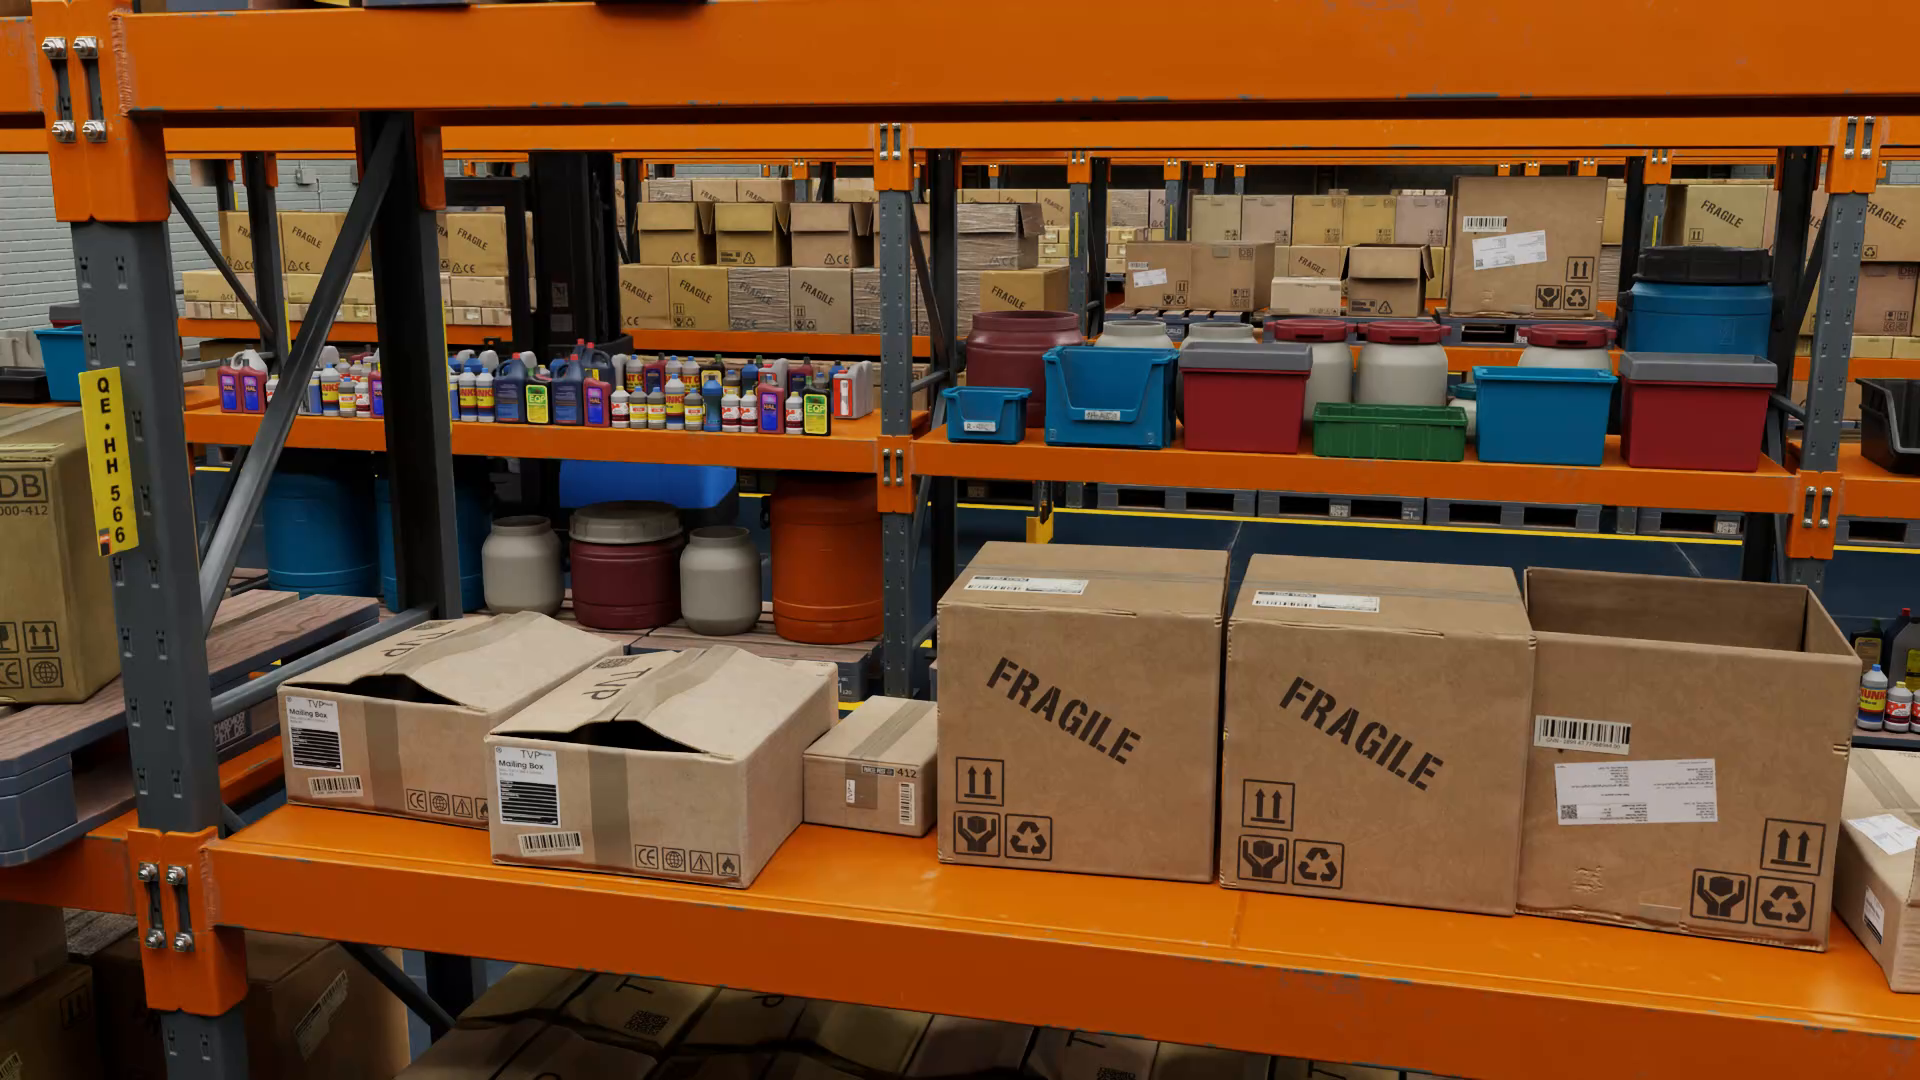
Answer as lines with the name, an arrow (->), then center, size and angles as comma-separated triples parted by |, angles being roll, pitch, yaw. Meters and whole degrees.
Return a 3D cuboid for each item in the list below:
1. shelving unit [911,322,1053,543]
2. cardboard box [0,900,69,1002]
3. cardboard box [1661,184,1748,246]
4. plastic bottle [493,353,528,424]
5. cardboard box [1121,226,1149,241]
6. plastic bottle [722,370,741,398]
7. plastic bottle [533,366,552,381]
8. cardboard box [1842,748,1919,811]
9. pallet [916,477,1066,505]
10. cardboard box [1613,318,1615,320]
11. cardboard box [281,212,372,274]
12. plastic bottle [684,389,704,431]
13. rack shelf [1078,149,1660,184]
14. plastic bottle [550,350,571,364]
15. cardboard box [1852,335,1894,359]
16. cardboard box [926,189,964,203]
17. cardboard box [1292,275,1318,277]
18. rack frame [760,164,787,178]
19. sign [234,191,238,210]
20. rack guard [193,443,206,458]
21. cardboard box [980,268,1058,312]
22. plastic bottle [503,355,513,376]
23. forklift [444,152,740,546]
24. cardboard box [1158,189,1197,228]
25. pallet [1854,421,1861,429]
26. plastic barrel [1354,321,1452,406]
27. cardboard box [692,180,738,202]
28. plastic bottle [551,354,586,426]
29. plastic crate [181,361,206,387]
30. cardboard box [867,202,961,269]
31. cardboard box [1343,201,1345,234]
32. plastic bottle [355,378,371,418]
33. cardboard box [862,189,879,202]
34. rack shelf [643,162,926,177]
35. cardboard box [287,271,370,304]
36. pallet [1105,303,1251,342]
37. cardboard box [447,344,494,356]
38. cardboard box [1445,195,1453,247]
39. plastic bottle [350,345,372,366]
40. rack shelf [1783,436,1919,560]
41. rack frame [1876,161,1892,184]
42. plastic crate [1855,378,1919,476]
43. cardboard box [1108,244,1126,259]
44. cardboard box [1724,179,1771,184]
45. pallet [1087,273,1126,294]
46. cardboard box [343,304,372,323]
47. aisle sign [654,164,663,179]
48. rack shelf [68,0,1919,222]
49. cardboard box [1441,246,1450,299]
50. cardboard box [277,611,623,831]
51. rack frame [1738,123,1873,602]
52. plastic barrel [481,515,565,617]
shelving unit -> 0.074, -0.728, 11.553 | 1.083, 1.500, 0.587 | 3, 13, 14
cardboard box -> -2.403, 0.911, 3.726 | 0.500, 0.250, 0.500 | 4, 13, 16
cardboard box -> 5.380, -2.319, 12.035 | 0.500, 0.500, 0.500 | 3, 13, 14
plastic bottle -> -2.251, -0.769, 8.386 | 0.185, 0.351, 0.144 | 3, 13, 14
cardboard box -> 1.874, -3.286, 17.854 | 0.250, 0.149, 0.380 | 3, 13, 14
plastic bottle -> -1.220, -0.805, 8.894 | 0.097, 0.201, 0.097 | 0, 13, 0
plastic bottle -> -2.092, -0.731, 8.375 | 0.133, 0.283, 0.061 | 3, 13, 14
cardboard box -> 1.689, 0.514, 3.071 | 0.250, 0.149, 0.380 | 3, 13, 14
pallet -> 0.247, -0.505, 13.525 | 1.213, 0.211, 1.003 | 3, 13, 14
cardboard box -> 6.758, -1.761, 16.680 | 0.875, 0.875, 0.875 | 3, 13, 14
cardboard box -> -5.382, -2.530, 14.140 | 0.500, 0.500, 0.500 | 3, 13, 12
plastic bottle -> -1.303, -0.640, 8.151 | 0.097, 0.201, 0.097 | 0, 13, 0
rack shelf -> 2.936, -2.819, 12.252 | 4.000, 0.370, 1.077 | 3, 13, 14
plastic bottle -> -2.180, -0.900, 9.135 | 0.133, 0.283, 0.061 | 3, 13, 14
cardboard box -> 6.234, -1.346, 11.454 | 0.250, 0.149, 0.380 | 3, 13, 14
cardboard box -> -0.157, -4.555, 22.801 | 0.500, 0.500, 0.500 | 3, 13, 14
cardboard box -> 2.678, -1.920, 12.802 | 0.258, 0.266, 0.396 | 3, 13, 12
rack frame -> -3.213, -5.353, 28.937 | 0.127, 3.000, 1.000 | 3, 13, 14
sign -> -6.629, -3.020, 15.198 | 0.005, 0.325, 0.100 | 3, 13, 14
rack guard -> -6.796, -1.006, 15.114 | 0.348, 0.500, 1.175 | 3, 13, 14
cardboard box -> 0.456, -1.832, 12.837 | 0.500, 0.500, 0.500 | 3, 13, 15
plastic bottle -> -2.428, -0.869, 9.024 | 0.097, 0.271, 0.097 | 0, 13, 0
forklift -> -3.152, -1.465, 11.569 | 3.031, 2.935, 1.130 | 0, 13, 2
cardboard box -> 2.948, -4.508, 22.588 | 0.500, 0.500, 0.500 | 3, 13, 12
pallet -> 9.253, -1.096, 16.188 | 1.213, 0.211, 1.003 | 3, 13, 14
plastic barrel -> 2.102, -0.761, 7.925 | 0.433, 0.535, 0.433 | 0, 13, 0
cardboard box -> -2.627, -3.731, 18.398 | 0.500, 0.500, 0.500 | 3, 13, 12
plastic bottle -> -1.942, -0.752, 8.312 | 0.185, 0.351, 0.144 | 3, 13, 14
plastic crate -> -4.494, -0.931, 9.474 | 0.243, 0.136, 0.396 | 3, 13, 14
cardboard box -> -0.344, -2.424, 13.189 | 0.637, 0.503, 0.797 | 3, 13, 15
cardboard box -> 4.775, -4.169, 21.714 | 0.500, 0.500, 0.500 | 3, 13, 14
plastic bottle -> -3.068, -0.734, 8.576 | 0.097, 0.201, 0.097 | 0, 13, 0
cardboard box -> -1.039, -4.605, 23.025 | 0.500, 0.500, 0.500 | 3, 13, 13
rack shelf -> -2.457, -5.319, 23.516 | 4.000, 0.370, 1.077 | 3, 13, 14
cardboard box -> -5.378, -2.163, 14.218 | 0.500, 0.250, 0.500 | 3, 13, 12
pallet -> 1.711, -1.702, 12.922 | 1.003, 0.211, 1.213 | 3, 13, 14
cardboard box -> -4.385, -1.283, 14.528 | 0.875, 0.875, 0.875 | 3, 13, 14
cardboard box -> 5.181, -3.228, 16.819 | 0.500, 0.500, 0.700 | 3, 13, 13
plastic bottle -> -3.380, -0.964, 9.424 | 0.133, 0.283, 0.061 | 3, 13, 14
rack shelf -> 5.633, -0.106, 6.947 | 4.000, 0.370, 1.077 | 3, 13, 14
rack frame -> 11.135, -3.479, 20.489 | 0.127, 3.000, 1.000 | 3, 13, 14
plastic crate -> 4.169, -0.477, 7.100 | 0.504, 0.338, 0.767 | 3, 13, 14
cardboard box -> 1.692, -3.005, 17.278 | 0.250, 0.149, 0.380 | 3, 13, 15
cardboard box -> 9.578, -4.174, 20.397 | 0.500, 0.500, 0.700 | 3, 13, 13
pallet -> 1.563, -2.769, 17.731 | 1.003, 0.211, 1.213 | 3, 13, 14
cardboard box -> -5.014, -1.935, 14.111 | 0.250, 0.149, 0.380 | 3, 13, 12
aisle sign -> -4.394, -5.647, 24.260 | 0.004, 0.787, 0.394 | 3, 13, 14
rack shelf -> 0.559, -0.736, 2.863 | 4.000, 0.370, 1.077 | 3, 13, 14
cardboard box -> 5.103, -2.686, 16.685 | 0.500, 0.500, 0.500 | 3, 13, 13
cardboard box -> -1.040, 0.345, 3.461 | 0.500, 0.311, 0.500 | 4, 13, 17
rack frame -> 3.691, -0.561, 7.337 | 0.127, 3.000, 1.000 | 3, 13, 14
plastic barrel -> -2.338, 0.150, 8.906 | 0.421, 0.512, 0.421 | 0, 13, 0
